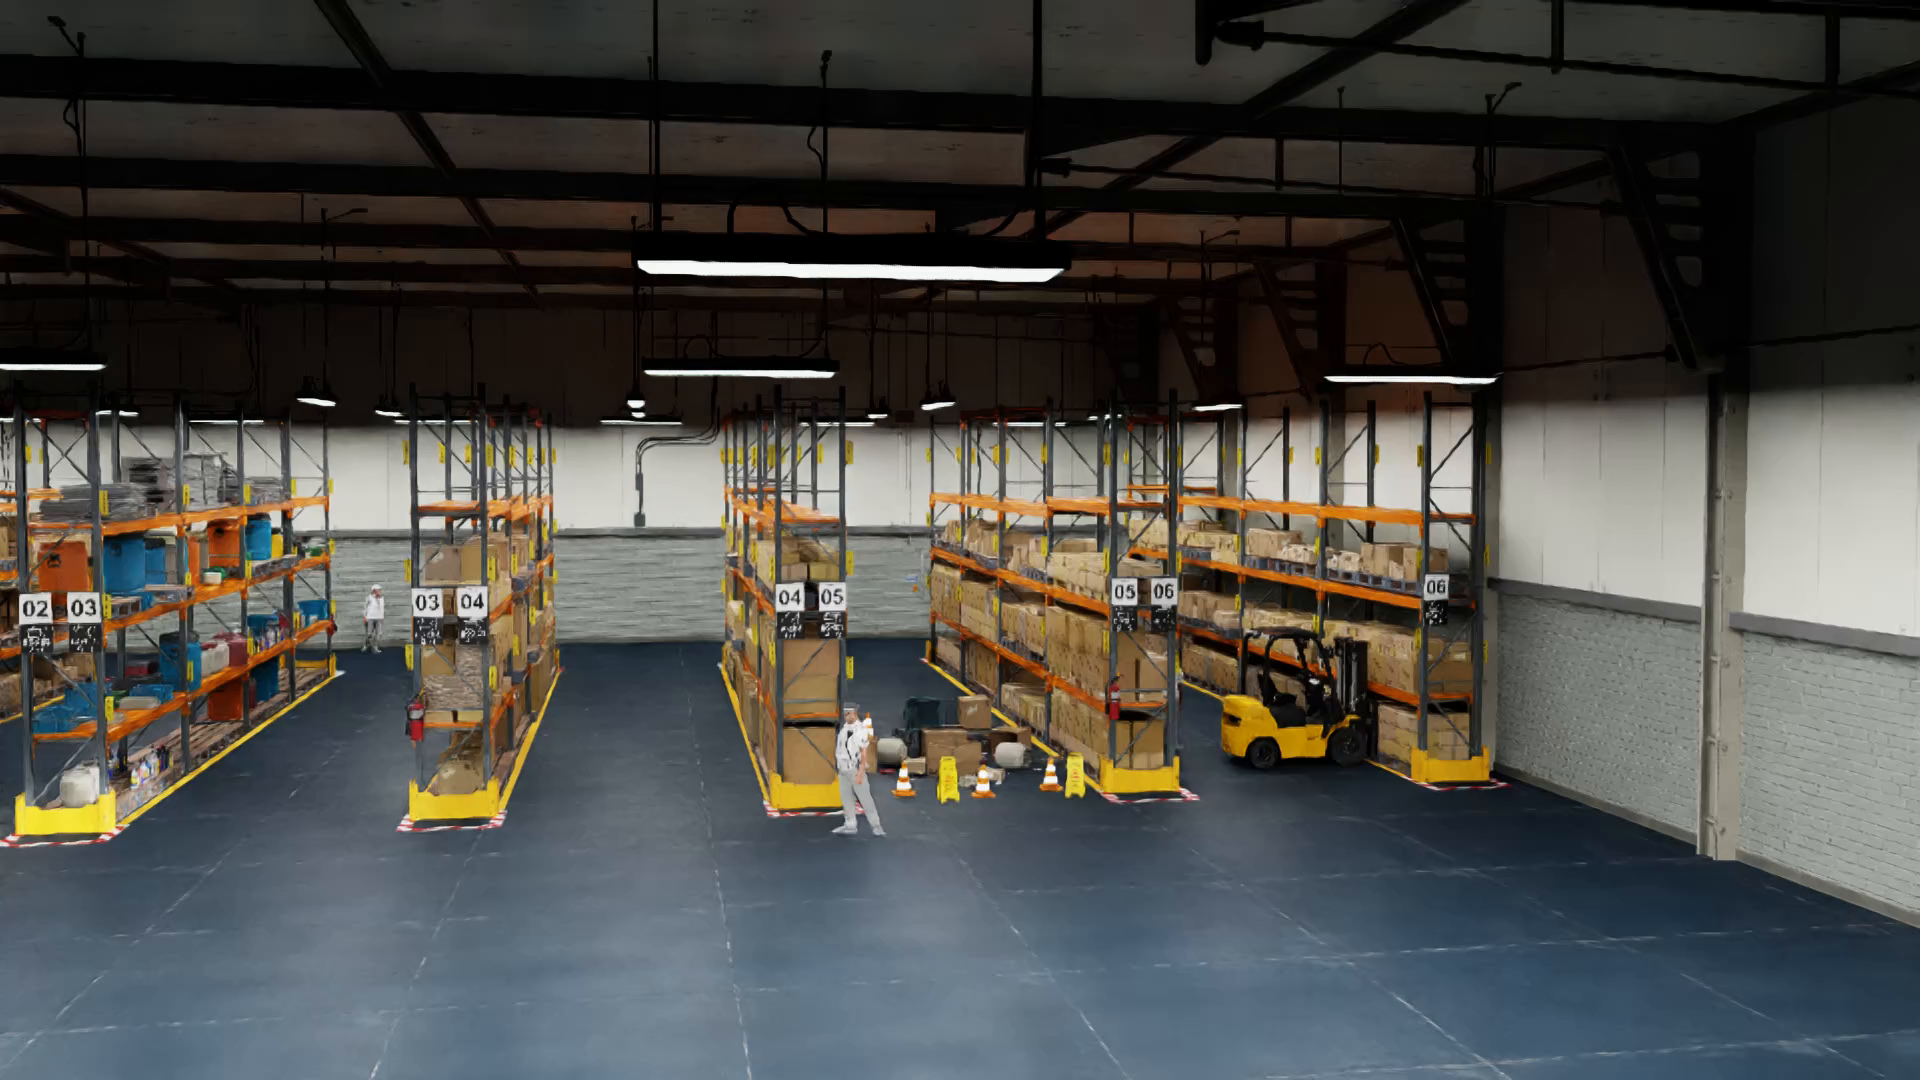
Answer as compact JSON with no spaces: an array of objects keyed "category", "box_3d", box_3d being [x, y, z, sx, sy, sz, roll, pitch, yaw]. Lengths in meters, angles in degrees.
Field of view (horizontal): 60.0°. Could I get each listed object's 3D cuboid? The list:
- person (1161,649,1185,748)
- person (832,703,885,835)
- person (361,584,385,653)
[{"category":"person","box_3d":[3.640,2.707,28.515,0.415,1.676,0.499,-3,4,-42]},{"category":"person","box_3d":[-1.337,3.021,21.977,0.512,1.748,0.744,-2,4,-40]},{"category":"person","box_3d":[-14.923,1.986,42.284,0.570,1.759,0.575,3,4,43]}]
